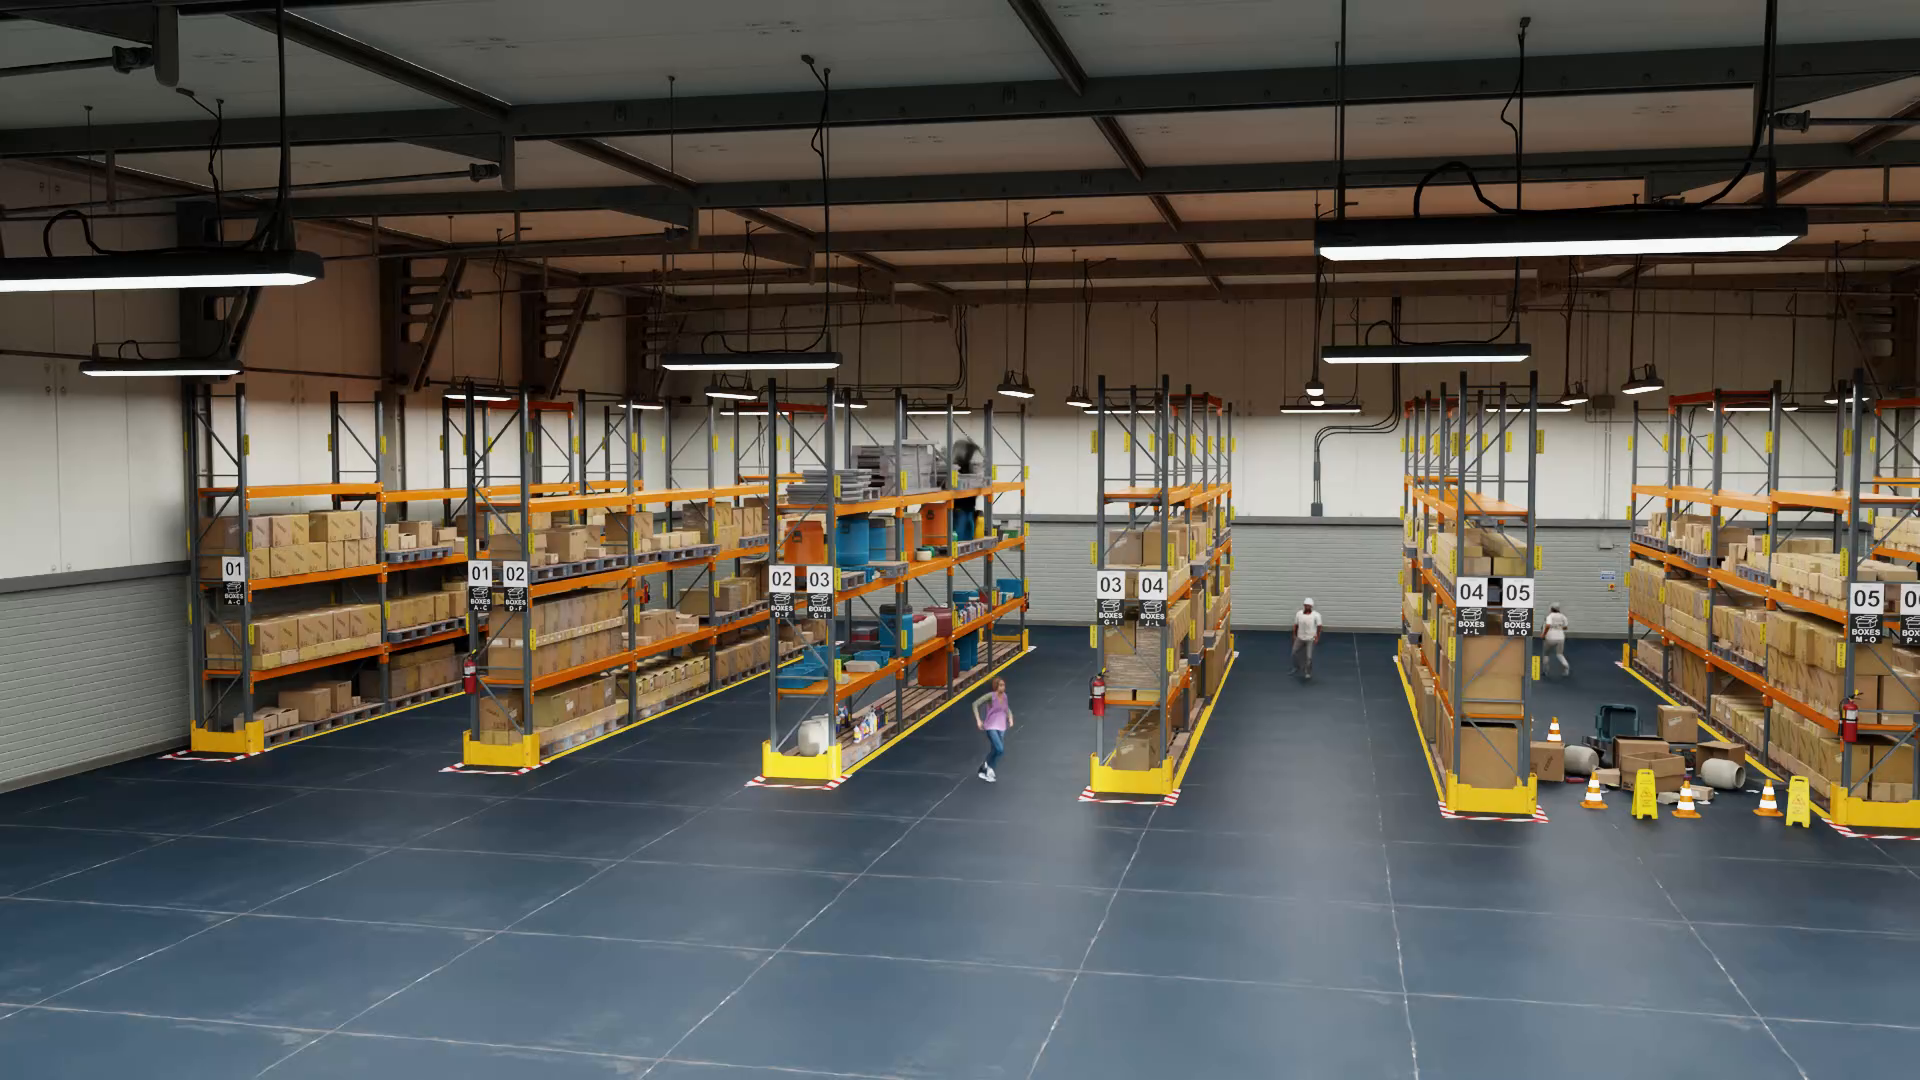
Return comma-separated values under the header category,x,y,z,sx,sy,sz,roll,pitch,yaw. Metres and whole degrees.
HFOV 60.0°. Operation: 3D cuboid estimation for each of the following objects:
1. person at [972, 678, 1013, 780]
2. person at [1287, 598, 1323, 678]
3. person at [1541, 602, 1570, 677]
category,x,y,z,sx,sy,sz,roll,pitch,yaw
person,0.493,2.806,24.603,0.623,1.554,0.600,-3,4,-38
person,7.344,2.099,35.544,0.809,1.738,0.568,2,4,30
person,12.721,2.143,35.567,0.606,1.633,0.861,0,3,-8
